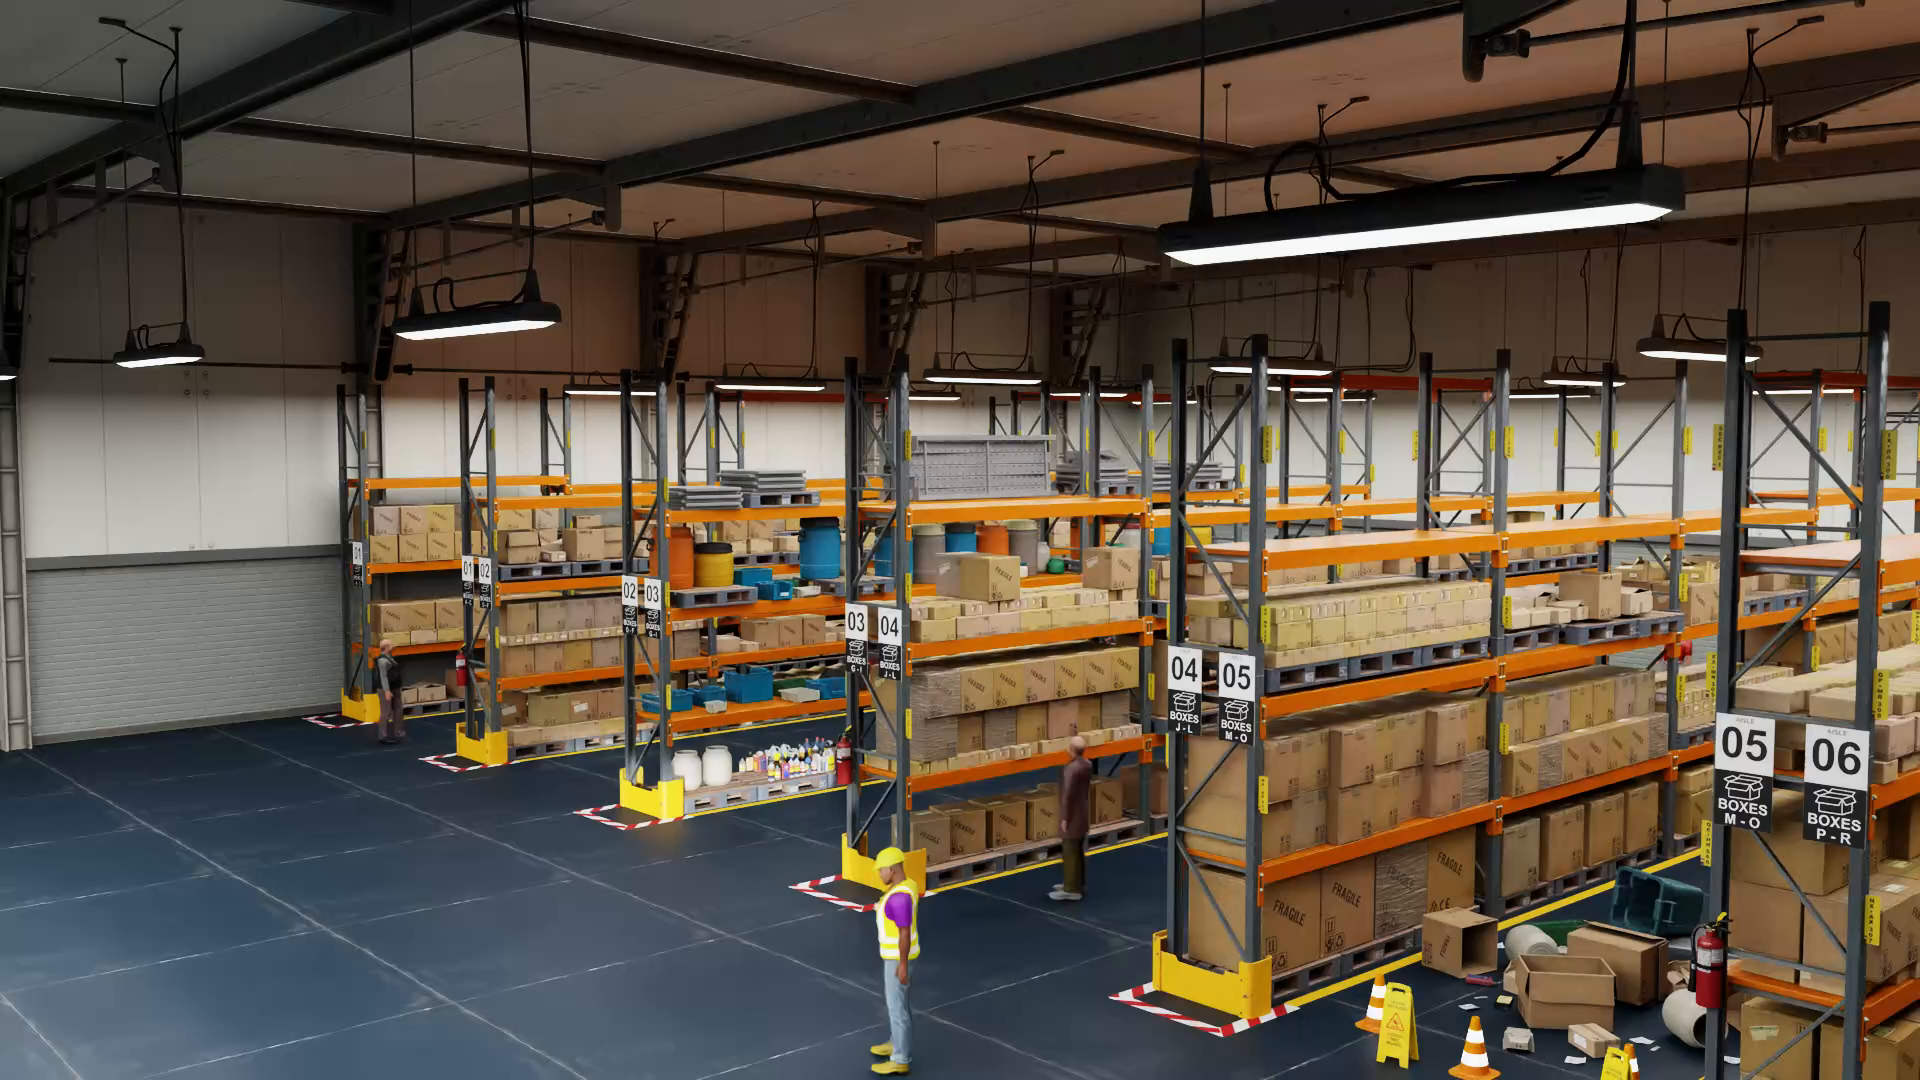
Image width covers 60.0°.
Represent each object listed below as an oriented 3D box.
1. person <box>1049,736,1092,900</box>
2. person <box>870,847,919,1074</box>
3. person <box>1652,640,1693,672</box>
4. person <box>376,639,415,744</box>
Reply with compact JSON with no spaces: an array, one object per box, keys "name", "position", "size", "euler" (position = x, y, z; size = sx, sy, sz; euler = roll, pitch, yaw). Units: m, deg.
[{"name":"person","position":[1.223,3.059,18.423],"size":[0.432,1.787,0.623],"euler":[1,4,14]},{"name":"person","position":[-0.538,3.384,13.555],"size":[0.417,1.765,0.587],"euler":[0,4,1]},{"name":"person","position":[12.884,2.338,30.126],"size":[0.716,1.684,0.666],"euler":[-3,5,-39]},{"name":"person","position":[-9.400,2.513,27.576],"size":[0.551,1.745,0.579],"euler":[1,4,10]}]
